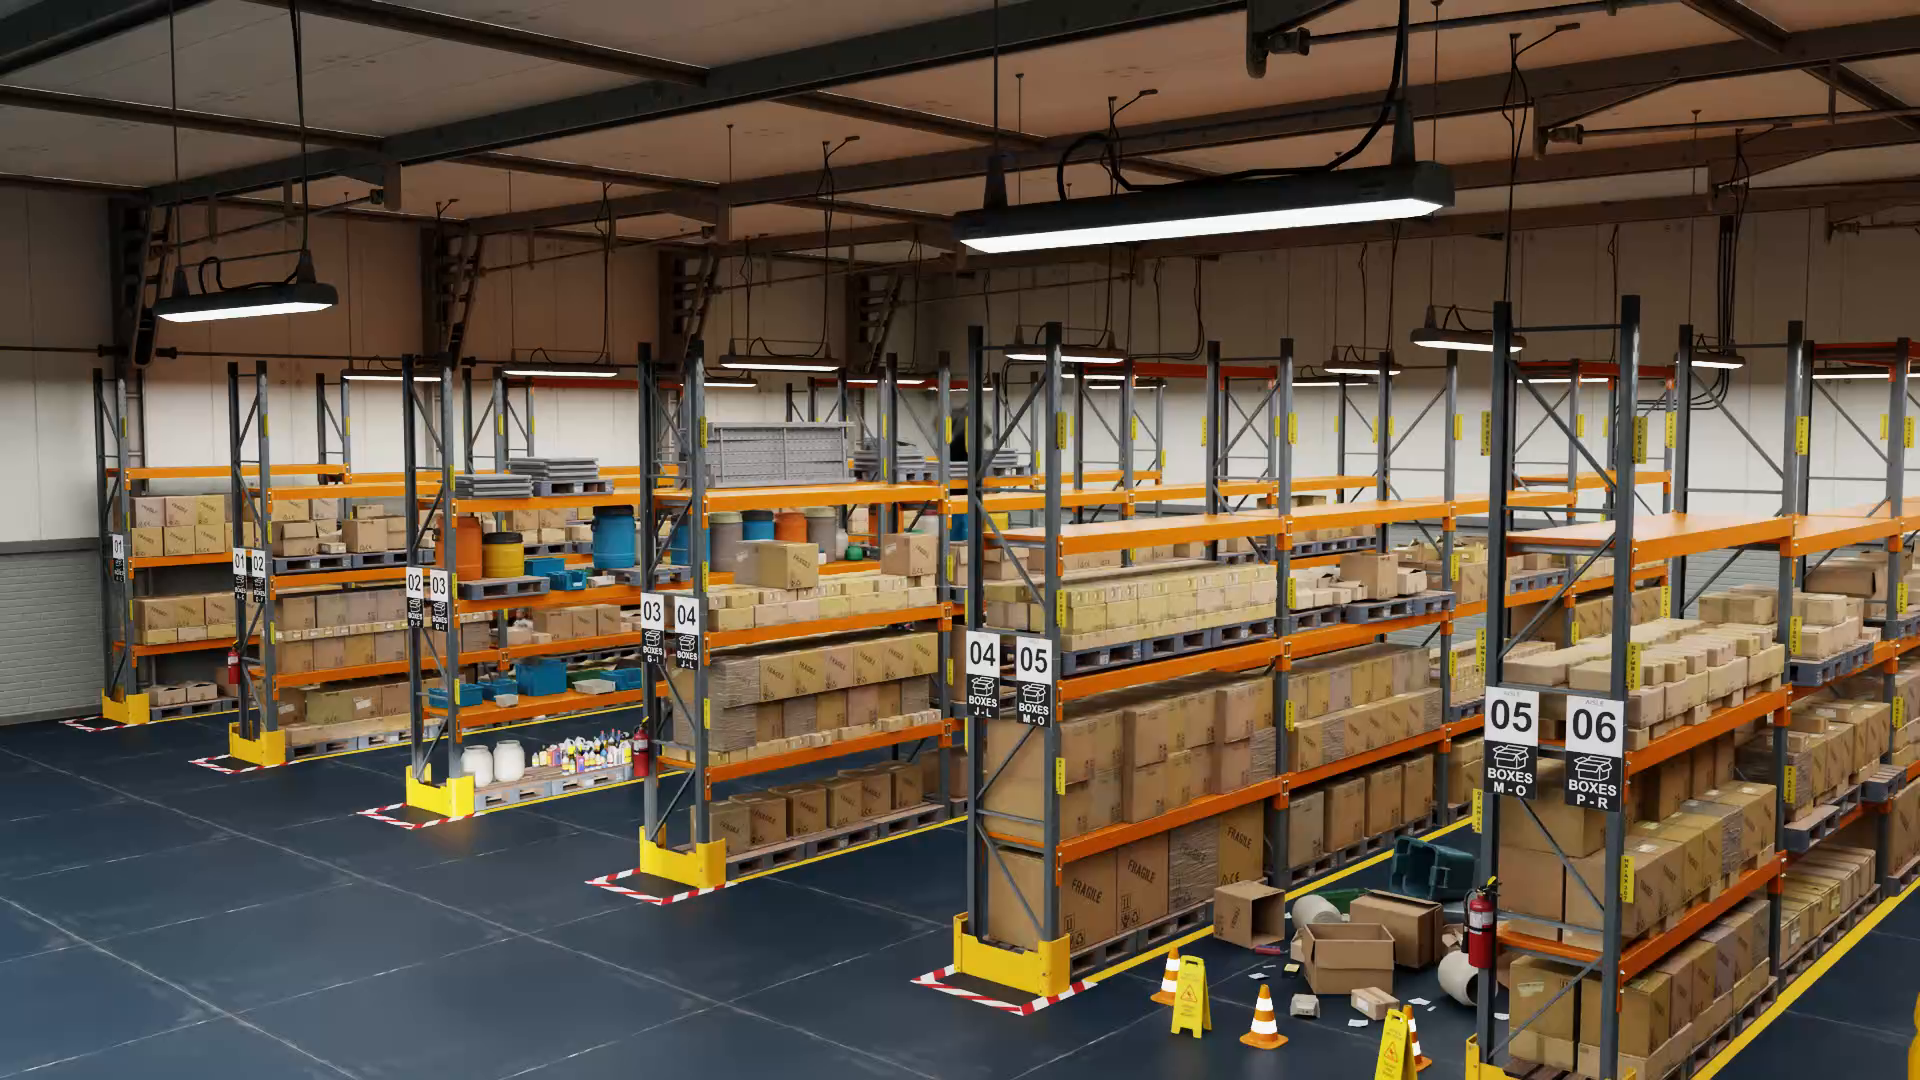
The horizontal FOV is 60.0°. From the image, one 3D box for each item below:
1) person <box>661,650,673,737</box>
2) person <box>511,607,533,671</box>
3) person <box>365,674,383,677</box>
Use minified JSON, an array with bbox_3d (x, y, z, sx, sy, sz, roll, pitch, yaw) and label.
[{"bbox_3d":[-4.727,2.371,26.513,0.709,1.747,0.763,3,5,37],"label":"person"},{"bbox_3d":[-8.071,2.065,30.639,0.594,1.745,0.712,4,6,41],"label":"person"},{"bbox_3d":[-9.874,2.255,28.170,0.595,1.754,0.688,3,5,37],"label":"person"}]
